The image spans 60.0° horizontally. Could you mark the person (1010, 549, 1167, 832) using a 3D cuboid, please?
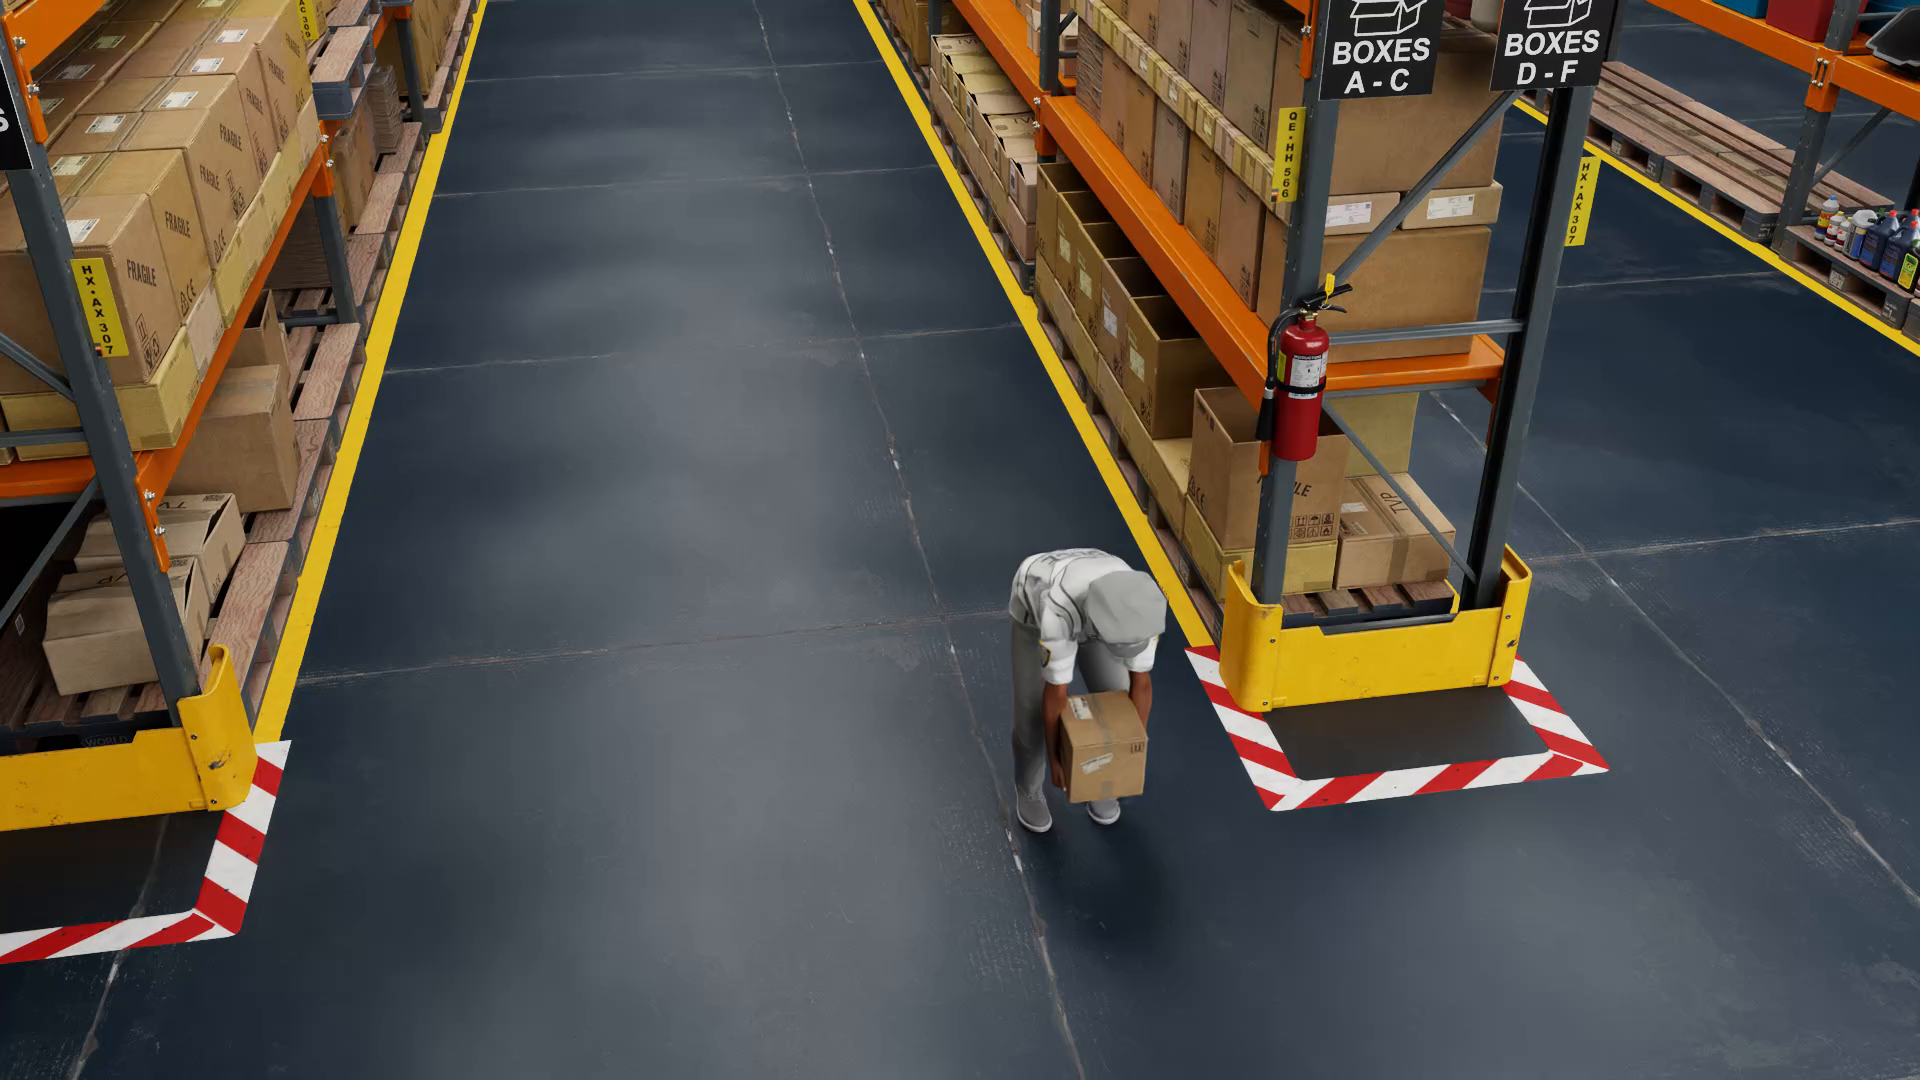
[{"bbox_3d":[0.426,0.526,5.627,0.424,1.285,0.891,-6,31,-11],"label":"person"}]
